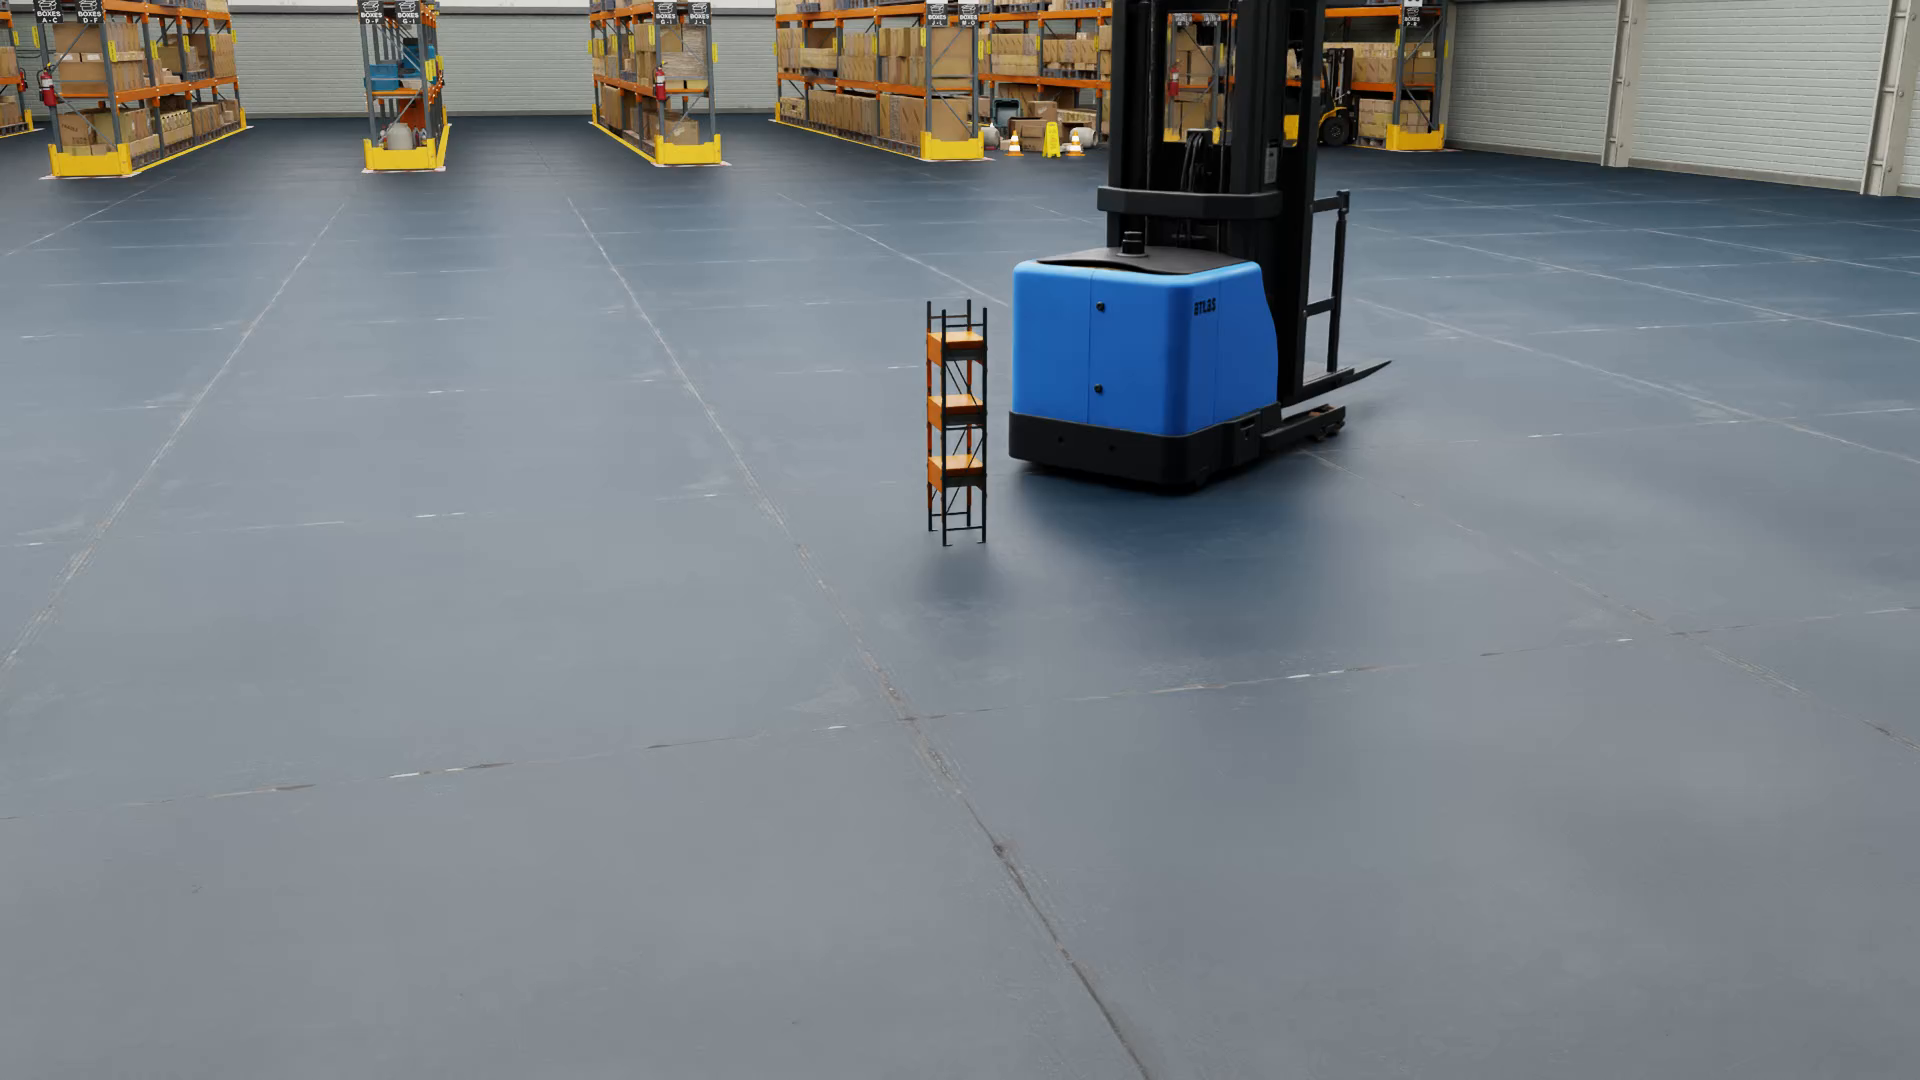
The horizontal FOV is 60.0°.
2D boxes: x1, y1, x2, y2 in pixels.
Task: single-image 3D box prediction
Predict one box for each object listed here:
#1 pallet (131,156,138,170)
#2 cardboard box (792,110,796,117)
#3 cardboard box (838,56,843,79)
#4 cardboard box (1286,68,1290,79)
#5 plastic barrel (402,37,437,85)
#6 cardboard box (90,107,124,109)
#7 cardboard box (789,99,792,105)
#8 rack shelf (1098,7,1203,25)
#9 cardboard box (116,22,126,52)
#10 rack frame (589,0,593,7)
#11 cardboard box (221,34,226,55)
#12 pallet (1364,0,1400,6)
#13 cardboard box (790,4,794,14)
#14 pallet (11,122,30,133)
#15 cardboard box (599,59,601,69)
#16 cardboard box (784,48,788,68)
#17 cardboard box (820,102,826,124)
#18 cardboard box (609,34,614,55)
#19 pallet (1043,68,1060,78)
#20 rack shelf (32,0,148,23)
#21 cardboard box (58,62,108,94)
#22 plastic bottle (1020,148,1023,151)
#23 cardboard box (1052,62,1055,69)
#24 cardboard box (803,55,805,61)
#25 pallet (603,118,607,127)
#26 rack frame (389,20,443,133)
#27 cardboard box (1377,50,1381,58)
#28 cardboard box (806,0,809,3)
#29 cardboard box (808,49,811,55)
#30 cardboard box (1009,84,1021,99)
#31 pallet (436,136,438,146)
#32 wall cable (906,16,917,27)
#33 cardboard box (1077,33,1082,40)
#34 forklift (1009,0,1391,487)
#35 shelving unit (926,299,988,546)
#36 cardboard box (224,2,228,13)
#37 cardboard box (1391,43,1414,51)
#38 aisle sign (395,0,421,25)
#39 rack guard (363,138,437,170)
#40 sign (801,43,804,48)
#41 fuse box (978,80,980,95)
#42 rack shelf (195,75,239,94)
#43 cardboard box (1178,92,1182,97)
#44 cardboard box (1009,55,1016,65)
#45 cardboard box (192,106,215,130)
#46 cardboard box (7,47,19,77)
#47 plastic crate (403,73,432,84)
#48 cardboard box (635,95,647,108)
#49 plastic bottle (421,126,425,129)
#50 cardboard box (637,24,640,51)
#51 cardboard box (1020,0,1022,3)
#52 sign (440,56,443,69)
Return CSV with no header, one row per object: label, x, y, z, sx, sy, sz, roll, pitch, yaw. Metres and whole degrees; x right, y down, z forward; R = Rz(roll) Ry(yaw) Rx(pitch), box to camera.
pallet,-14.724,-6.413,28.433,1.003,0.211,1.213,-5,17,-15
cardboard box,-4.273,-11.351,44.251,0.380,0.149,0.250,-5,17,-15
cardboard box,-2.485,-10.801,38.023,0.500,0.500,0.500,-5,17,-15
cardboard box,7.720,-10.791,38.422,0.500,0.250,0.500,-5,17,-16
plastic barrel,-10.624,-9.408,32.686,0.600,0.901,0.708,-5,17,-15
cardboard box,-15.746,-7.737,30.740,0.500,0.500,0.500,-5,17,-15
cardboard box,-4.350,-11.698,44.374,0.380,0.149,0.250,-4,17,-14
rack shelf,4.031,-10.751,34.064,1.077,0.370,4.000,-5,17,-15
cardboard box,-15.031,-8.777,29.028,0.700,0.500,0.500,-5,17,-15
rack frame,-9.344,-15.621,43.813,1.000,3.000,0.127,-5,17,-15
cardboard box,-18.056,-11.966,40.162,0.500,0.500,0.500,-4,17,-14
pallet,8.844,-11.429,35.225,1.003,0.211,1.213,-5,17,-15
cardboard box,-4.109,-13.764,43.106,0.500,0.250,0.500,-5,17,-16
pallet,-23.337,-10.022,40.450,1.003,0.211,1.213,-5,17,-15
cardboard box,-8.904,-12.097,42.255,0.500,0.250,0.500,-4,17,-14
cardboard box,-4.396,-12.874,44.405,0.500,0.500,0.500,-4,17,-15
cardboard box,-3.081,-10.353,40.320,0.500,0.500,0.500,-6,18,-18
cardboard box,-8.062,-11.994,40.248,0.797,0.503,0.637,-5,17,-17
pallet,2.681,-11.038,39.317,1.213,0.211,1.003,-5,17,-15
rack shelf,-15.023,-9.185,28.852,1.077,0.370,4.000,-5,17,-15
cardboard box,-14.589,-7.718,27.757,0.700,0.500,0.500,-5,17,-15
plastic bottle,1.135,-7.933,33.757,0.133,0.061,0.283,-12,20,-34
cardboard box,2.369,-11.134,39.012,0.380,0.149,0.250,-6,18,-19
cardboard box,-3.709,-12.012,41.416,0.380,0.149,0.250,-5,17,-16
pallet,-8.718,-10.860,43.240,1.003,0.211,1.213,-5,17,-15
rack frame,-13.007,-11.250,39.689,1.000,3.000,0.127,-5,17,-15
cardboard box,8.877,-10.076,34.481,0.380,0.149,0.250,-4,17,-14
cardboard box,-3.450,-13.578,41.321,0.700,0.500,0.500,-5,17,-15
cardboard box,-3.495,-11.938,40.653,0.380,0.149,0.250,-5,17,-16
cardboard box,1.786,-11.194,42.467,0.875,0.875,0.875,-4,17,-14
pallet,-11.401,-8.254,34.562,1.003,0.211,1.213,-5,17,-15
wall cable,-1.388,-15.591,52.320,0.585,1.953,0.123,-5,17,-15
cardboard box,2.838,-11.287,37.266,0.380,0.149,0.250,-5,18,-18
forklift,1.537,-2.030,9.114,1.130,2.935,3.031,12,21,35
shelving unit,-0.015,-0.518,7.350,0.215,1.050,0.252,-5,17,-15
cardboard box,-18.476,-13.209,41.259,0.500,0.250,0.500,-5,17,-15
cardboard box,9.052,-10.082,33.985,0.380,0.149,0.250,-5,17,-15
aisle sign,-9.408,-9.179,28.276,0.394,0.787,0.004,-5,17,-15
rack guard,-9.776,-6.751,29.056,1.175,0.500,0.348,-5,17,-15
sign,-3.968,-12.375,41.931,0.100,0.325,0.005,-5,17,-15
fuse box,0.672,-14.598,53.075,0.539,1.711,0.414,-5,17,-15
rack shelf,-18.321,-11.068,40.334,1.077,0.370,4.000,-5,17,-15
cardboard box,6.048,-11.942,44.482,0.380,0.149,0.250,-5,17,-17
cardboard box,1.557,-12.025,41.662,0.500,0.250,0.500,-5,17,-17
cardboard box,-17.095,-9.483,37.387,0.500,0.500,0.500,-4,17,-15
cardboard box,-23.482,-11.576,40.255,0.980,0.700,0.700,-4,17,-13
plastic crate,-10.244,-8.681,31.396,0.499,0.251,0.616,-5,17,-15
cardboard box,-6.933,-9.725,36.889,0.500,0.250,0.500,-4,17,-13
plastic bottle,-10.302,-7.770,31.946,0.144,0.351,0.185,-6,18,-18
cardboard box,-6.028,-9.815,32.484,0.500,0.500,0.500,-5,17,-15
cardboard box,1.668,-13.245,40.621,0.396,0.266,0.258,-5,17,-17
sign,-13.582,-12.482,43.509,0.100,0.325,0.005,-5,17,-15
